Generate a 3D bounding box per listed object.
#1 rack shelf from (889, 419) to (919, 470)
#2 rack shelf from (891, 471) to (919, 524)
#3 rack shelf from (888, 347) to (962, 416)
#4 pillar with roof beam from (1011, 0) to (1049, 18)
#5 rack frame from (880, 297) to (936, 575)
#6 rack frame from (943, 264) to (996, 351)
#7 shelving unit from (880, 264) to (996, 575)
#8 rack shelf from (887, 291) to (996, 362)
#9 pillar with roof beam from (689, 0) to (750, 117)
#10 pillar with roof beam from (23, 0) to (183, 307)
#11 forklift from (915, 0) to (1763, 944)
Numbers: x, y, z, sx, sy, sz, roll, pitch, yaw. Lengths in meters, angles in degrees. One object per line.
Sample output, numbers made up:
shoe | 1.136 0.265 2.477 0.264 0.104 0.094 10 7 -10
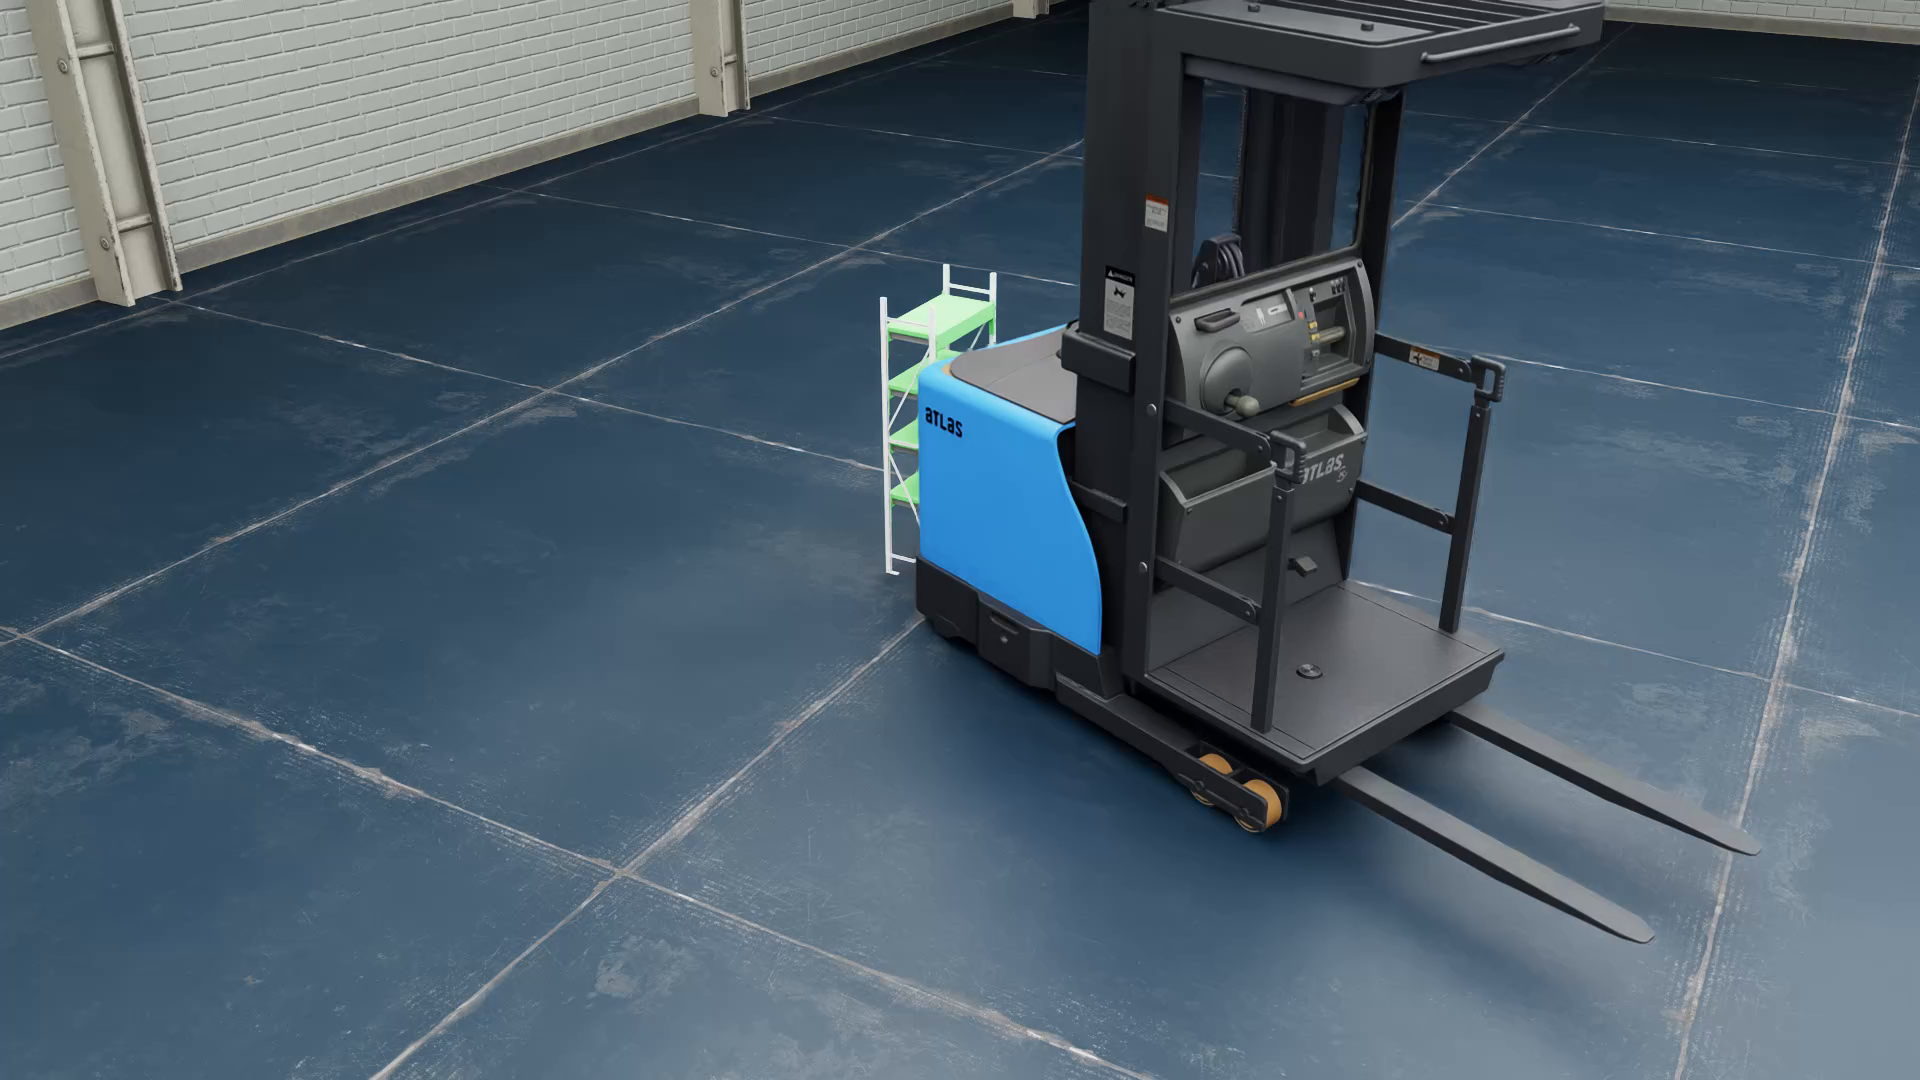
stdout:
rack shelf | -0.081 -0.415 6.881 0.258 0.148 0.480 14 30 26
rack shelf | -0.081 -0.200 6.989 0.258 0.148 0.480 14 30 26
rack shelf | -0.081 -0.629 6.774 0.258 0.148 0.480 14 30 26
pillar with roof beam | 4.574 -9.277 15.729 9.100 9.000 0.400 14 30 26
rack frame | -0.201 -0.377 6.663 0.240 1.200 0.015 14 30 26
rack frame | 0.039 -0.567 7.043 0.240 1.200 0.015 14 30 26
shelving unit | -0.081 -0.472 6.853 0.258 1.200 0.503 14 30 26
rack shelf | -0.081 -0.844 6.666 0.258 0.148 0.480 14 30 26
pillar with roof beam | 1.623 -6.938 11.058 9.100 9.000 0.400 14 30 26
pillar with roof beam | -1.329 -4.600 6.386 9.100 9.000 0.400 14 30 26
forklift | 1.157 -0.623 5.221 1.130 2.935 3.031 -21 33 -35
